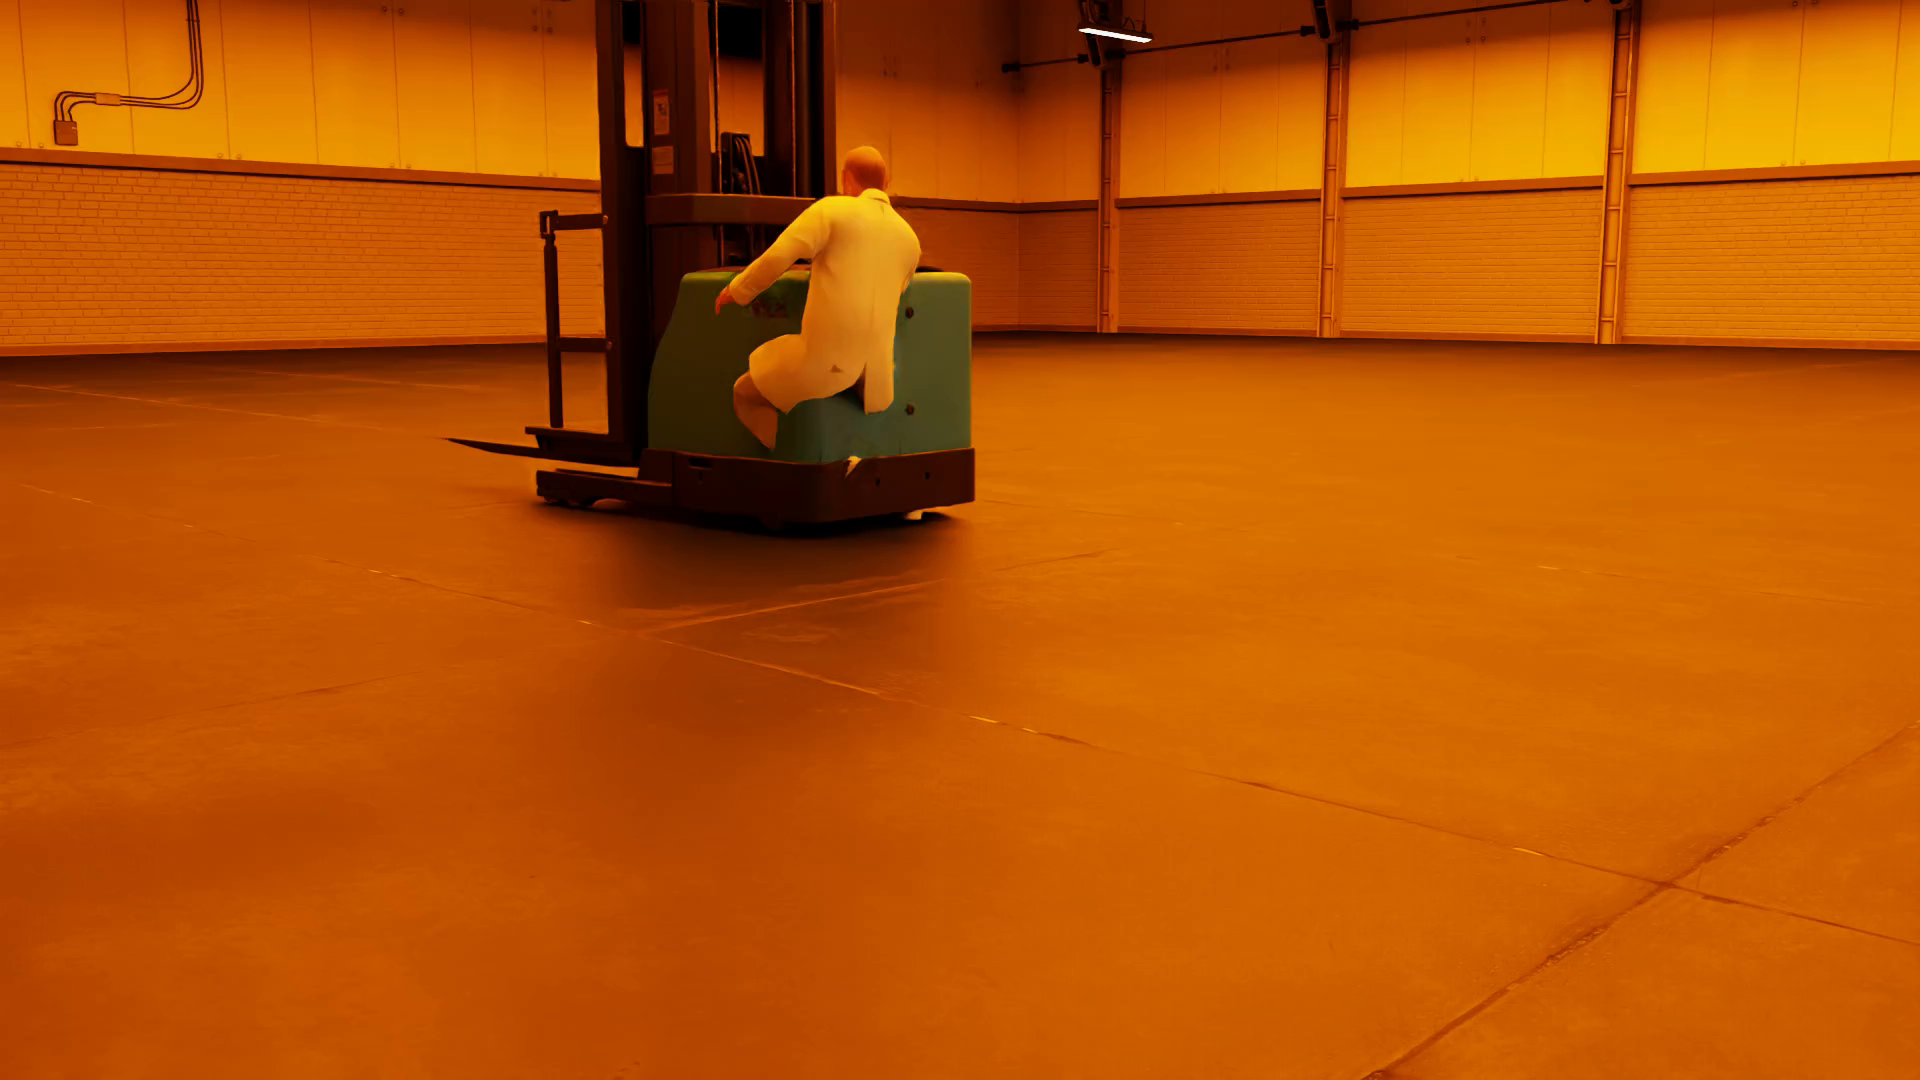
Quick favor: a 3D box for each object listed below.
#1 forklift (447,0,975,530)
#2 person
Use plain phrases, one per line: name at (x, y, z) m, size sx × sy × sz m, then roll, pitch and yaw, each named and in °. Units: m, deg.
forklift at (-1.362, -1.649, 7.822) m, size 3.031 × 2.935 × 1.130 m, roll 8°, pitch 12°, yaw 42°
person at (-0.544, -0.825, 6.860) m, size 0.899 × 1.543 × 0.802 m, roll -7°, pitch 11°, yaw -38°
